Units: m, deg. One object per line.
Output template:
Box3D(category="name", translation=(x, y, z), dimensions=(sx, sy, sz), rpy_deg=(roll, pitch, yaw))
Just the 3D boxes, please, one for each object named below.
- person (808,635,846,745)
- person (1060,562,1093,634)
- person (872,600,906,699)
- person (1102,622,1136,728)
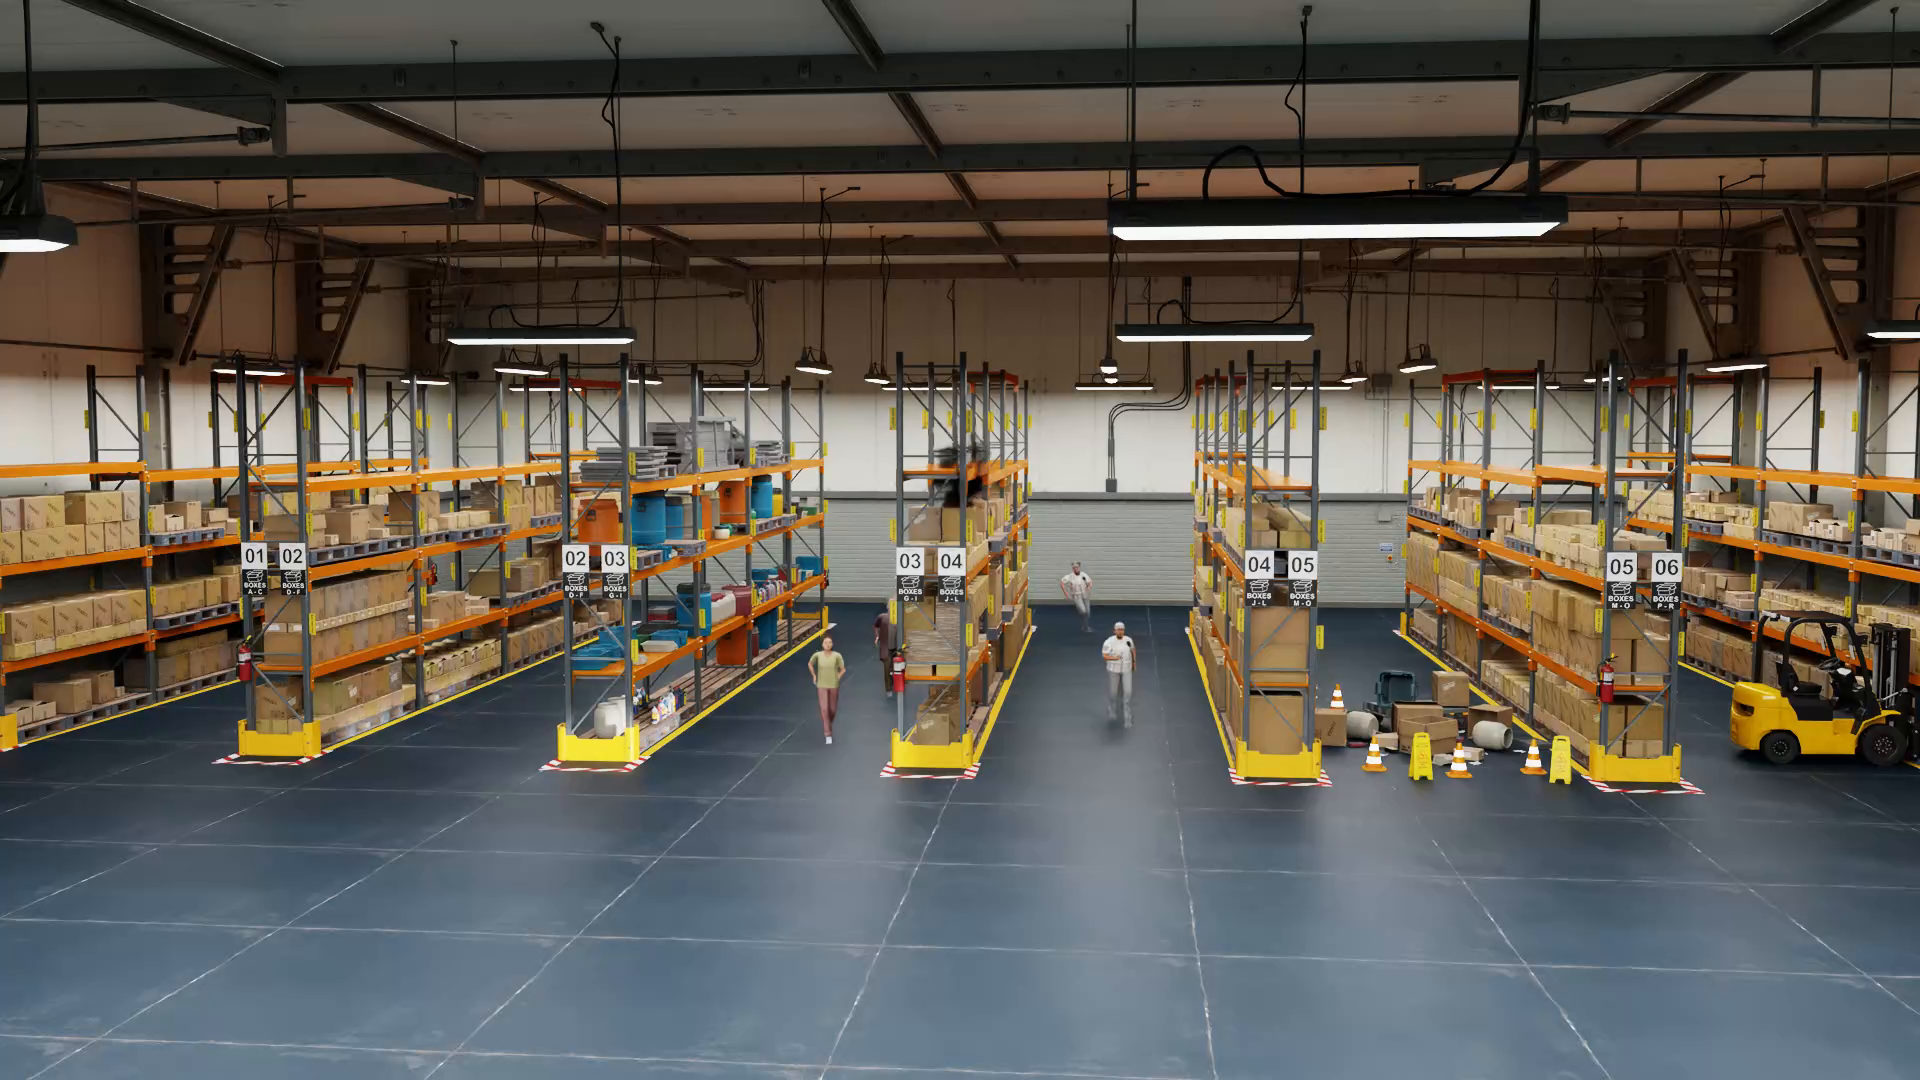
Box3D(category="person", translation=(-2.083, 2.324, 26.137), dimensions=(0.579, 1.671, 0.894), rpy_deg=(-1, 4, -9))
Box3D(category="person", translation=(2.824, 1.376, 39.446), dimensions=(0.798, 1.750, 0.724), rpy_deg=(-1, 4, -19))
Box3D(category="person", translation=(-1.243, 1.960, 30.268), dimensions=(0.716, 1.754, 1.016), rpy_deg=(0, 4, -2))
Box3D(category="person", translation=(2.641, 2.199, 27.535), dimensions=(0.589, 1.694, 0.883), rpy_deg=(0, 4, -4))
